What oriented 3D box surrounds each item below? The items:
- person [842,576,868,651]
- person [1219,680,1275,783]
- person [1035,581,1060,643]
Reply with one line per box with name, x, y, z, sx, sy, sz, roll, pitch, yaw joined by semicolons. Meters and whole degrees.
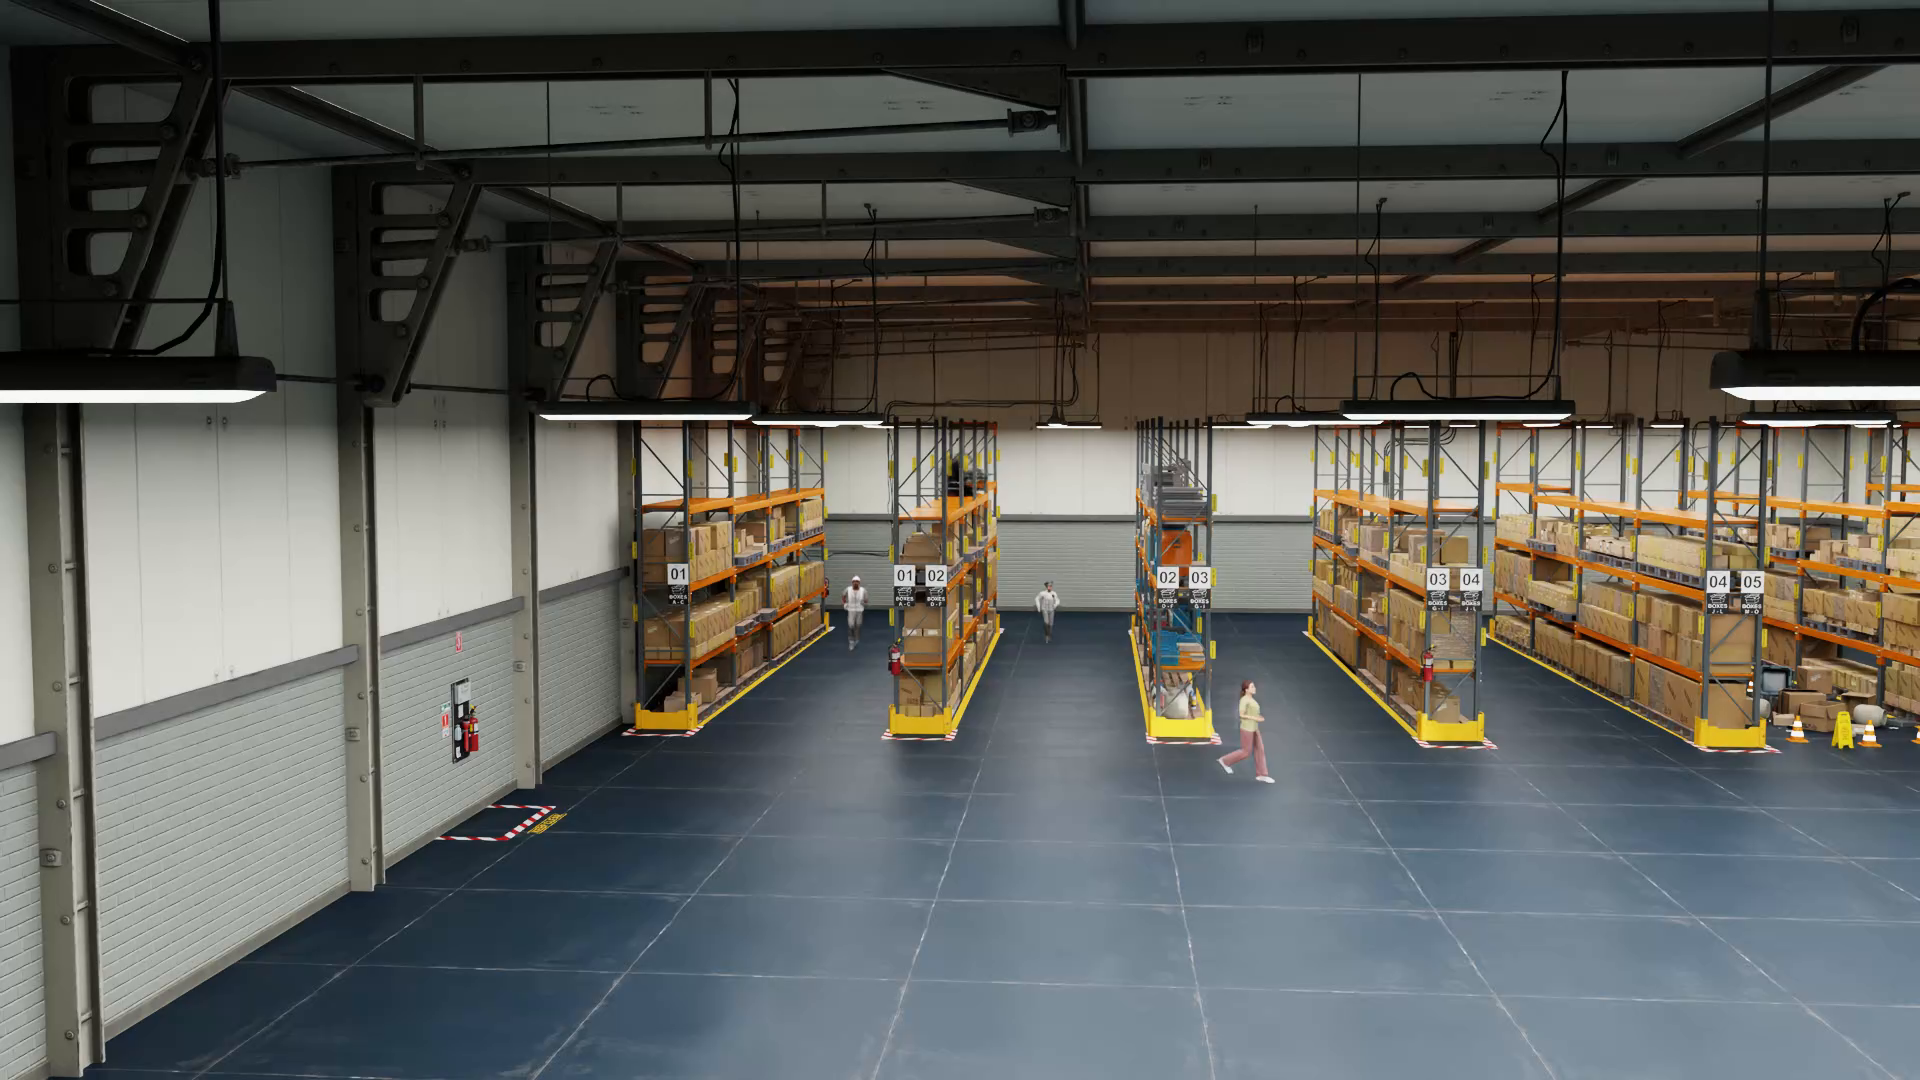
person;-2.627;1.844;41.811;0.655;1.869;0.715;0;4;-7
person;4.695;3.114;27.152;0.930;1.658;0.580;2;4;27
person;2.403;1.946;45.214;0.640;1.673;0.663;-1;4;-10
